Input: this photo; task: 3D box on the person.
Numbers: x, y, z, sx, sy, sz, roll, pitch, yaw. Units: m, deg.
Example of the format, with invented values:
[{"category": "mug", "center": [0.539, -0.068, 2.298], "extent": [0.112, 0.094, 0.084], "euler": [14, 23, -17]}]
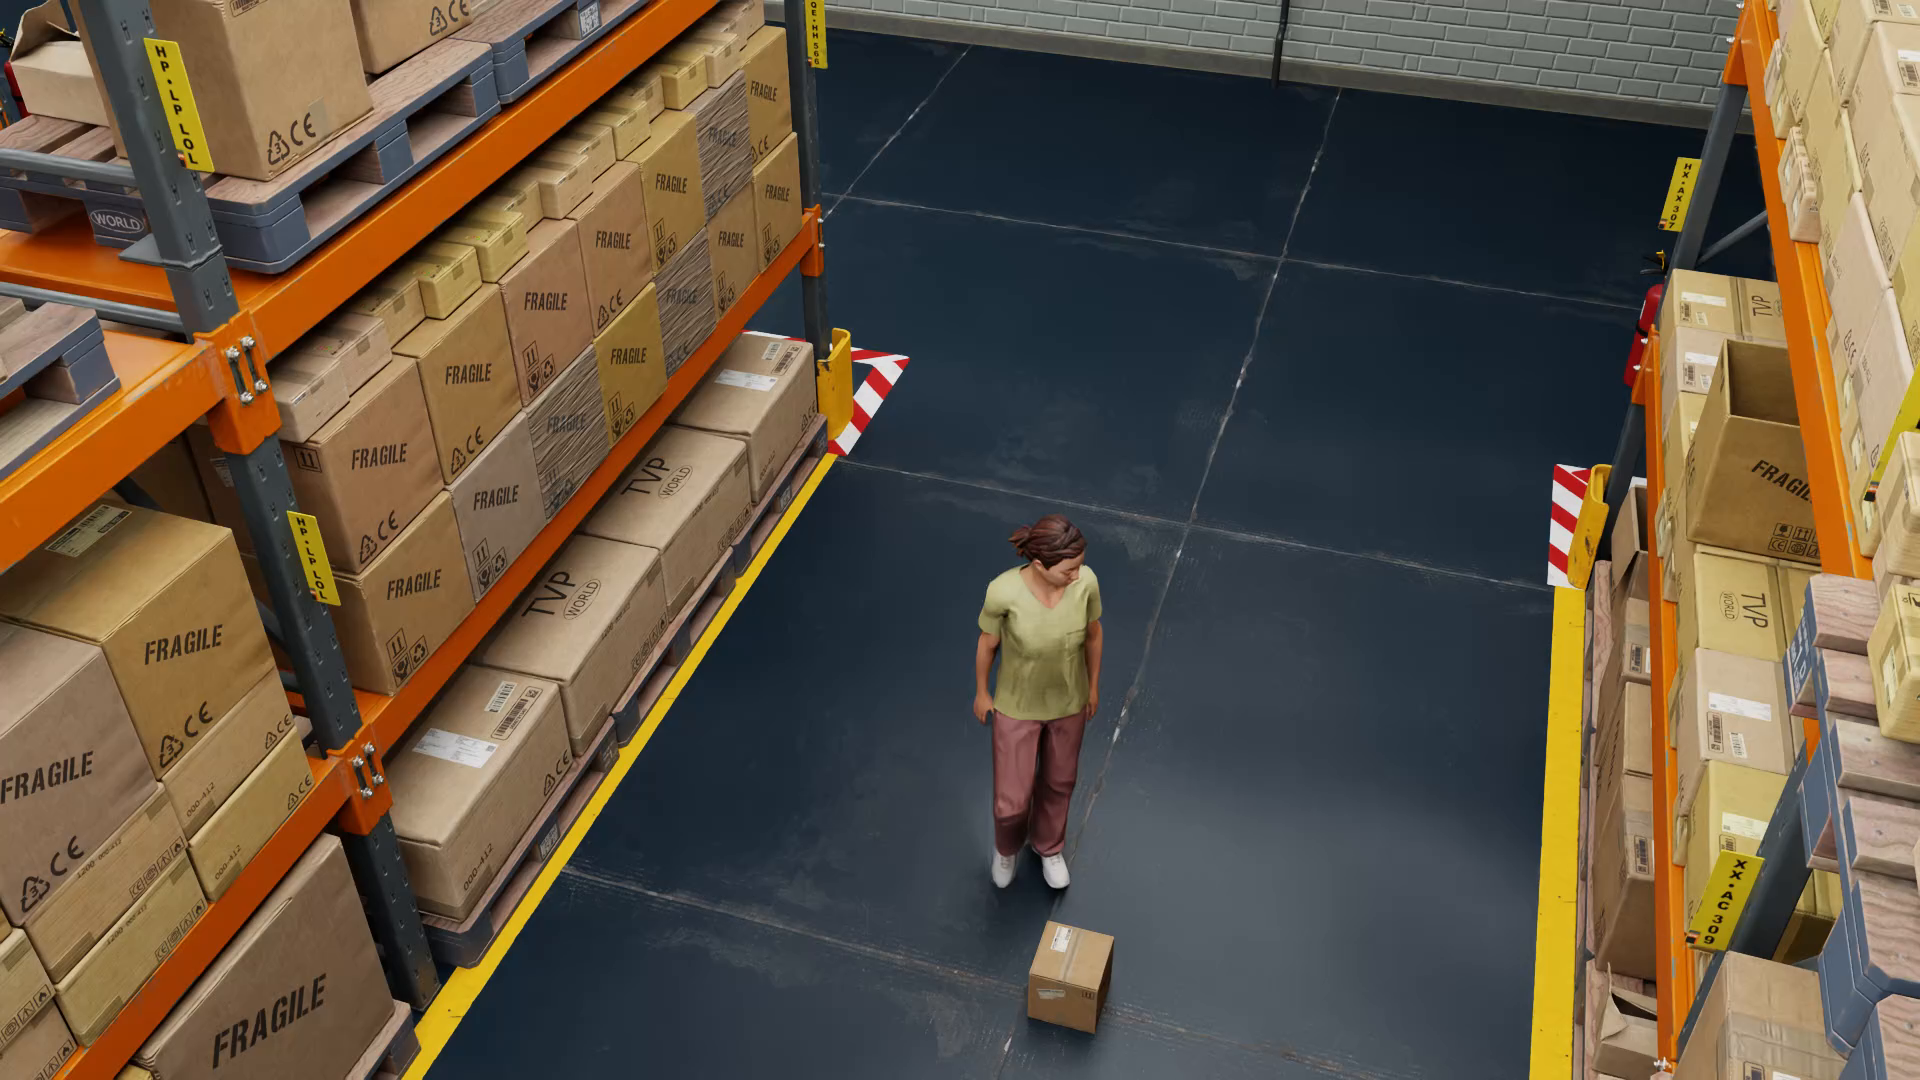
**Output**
[{"category": "person", "center": [0.310, 0.610, 6.058], "extent": [0.475, 1.685, 0.438], "euler": [-10, 38, -13]}]
